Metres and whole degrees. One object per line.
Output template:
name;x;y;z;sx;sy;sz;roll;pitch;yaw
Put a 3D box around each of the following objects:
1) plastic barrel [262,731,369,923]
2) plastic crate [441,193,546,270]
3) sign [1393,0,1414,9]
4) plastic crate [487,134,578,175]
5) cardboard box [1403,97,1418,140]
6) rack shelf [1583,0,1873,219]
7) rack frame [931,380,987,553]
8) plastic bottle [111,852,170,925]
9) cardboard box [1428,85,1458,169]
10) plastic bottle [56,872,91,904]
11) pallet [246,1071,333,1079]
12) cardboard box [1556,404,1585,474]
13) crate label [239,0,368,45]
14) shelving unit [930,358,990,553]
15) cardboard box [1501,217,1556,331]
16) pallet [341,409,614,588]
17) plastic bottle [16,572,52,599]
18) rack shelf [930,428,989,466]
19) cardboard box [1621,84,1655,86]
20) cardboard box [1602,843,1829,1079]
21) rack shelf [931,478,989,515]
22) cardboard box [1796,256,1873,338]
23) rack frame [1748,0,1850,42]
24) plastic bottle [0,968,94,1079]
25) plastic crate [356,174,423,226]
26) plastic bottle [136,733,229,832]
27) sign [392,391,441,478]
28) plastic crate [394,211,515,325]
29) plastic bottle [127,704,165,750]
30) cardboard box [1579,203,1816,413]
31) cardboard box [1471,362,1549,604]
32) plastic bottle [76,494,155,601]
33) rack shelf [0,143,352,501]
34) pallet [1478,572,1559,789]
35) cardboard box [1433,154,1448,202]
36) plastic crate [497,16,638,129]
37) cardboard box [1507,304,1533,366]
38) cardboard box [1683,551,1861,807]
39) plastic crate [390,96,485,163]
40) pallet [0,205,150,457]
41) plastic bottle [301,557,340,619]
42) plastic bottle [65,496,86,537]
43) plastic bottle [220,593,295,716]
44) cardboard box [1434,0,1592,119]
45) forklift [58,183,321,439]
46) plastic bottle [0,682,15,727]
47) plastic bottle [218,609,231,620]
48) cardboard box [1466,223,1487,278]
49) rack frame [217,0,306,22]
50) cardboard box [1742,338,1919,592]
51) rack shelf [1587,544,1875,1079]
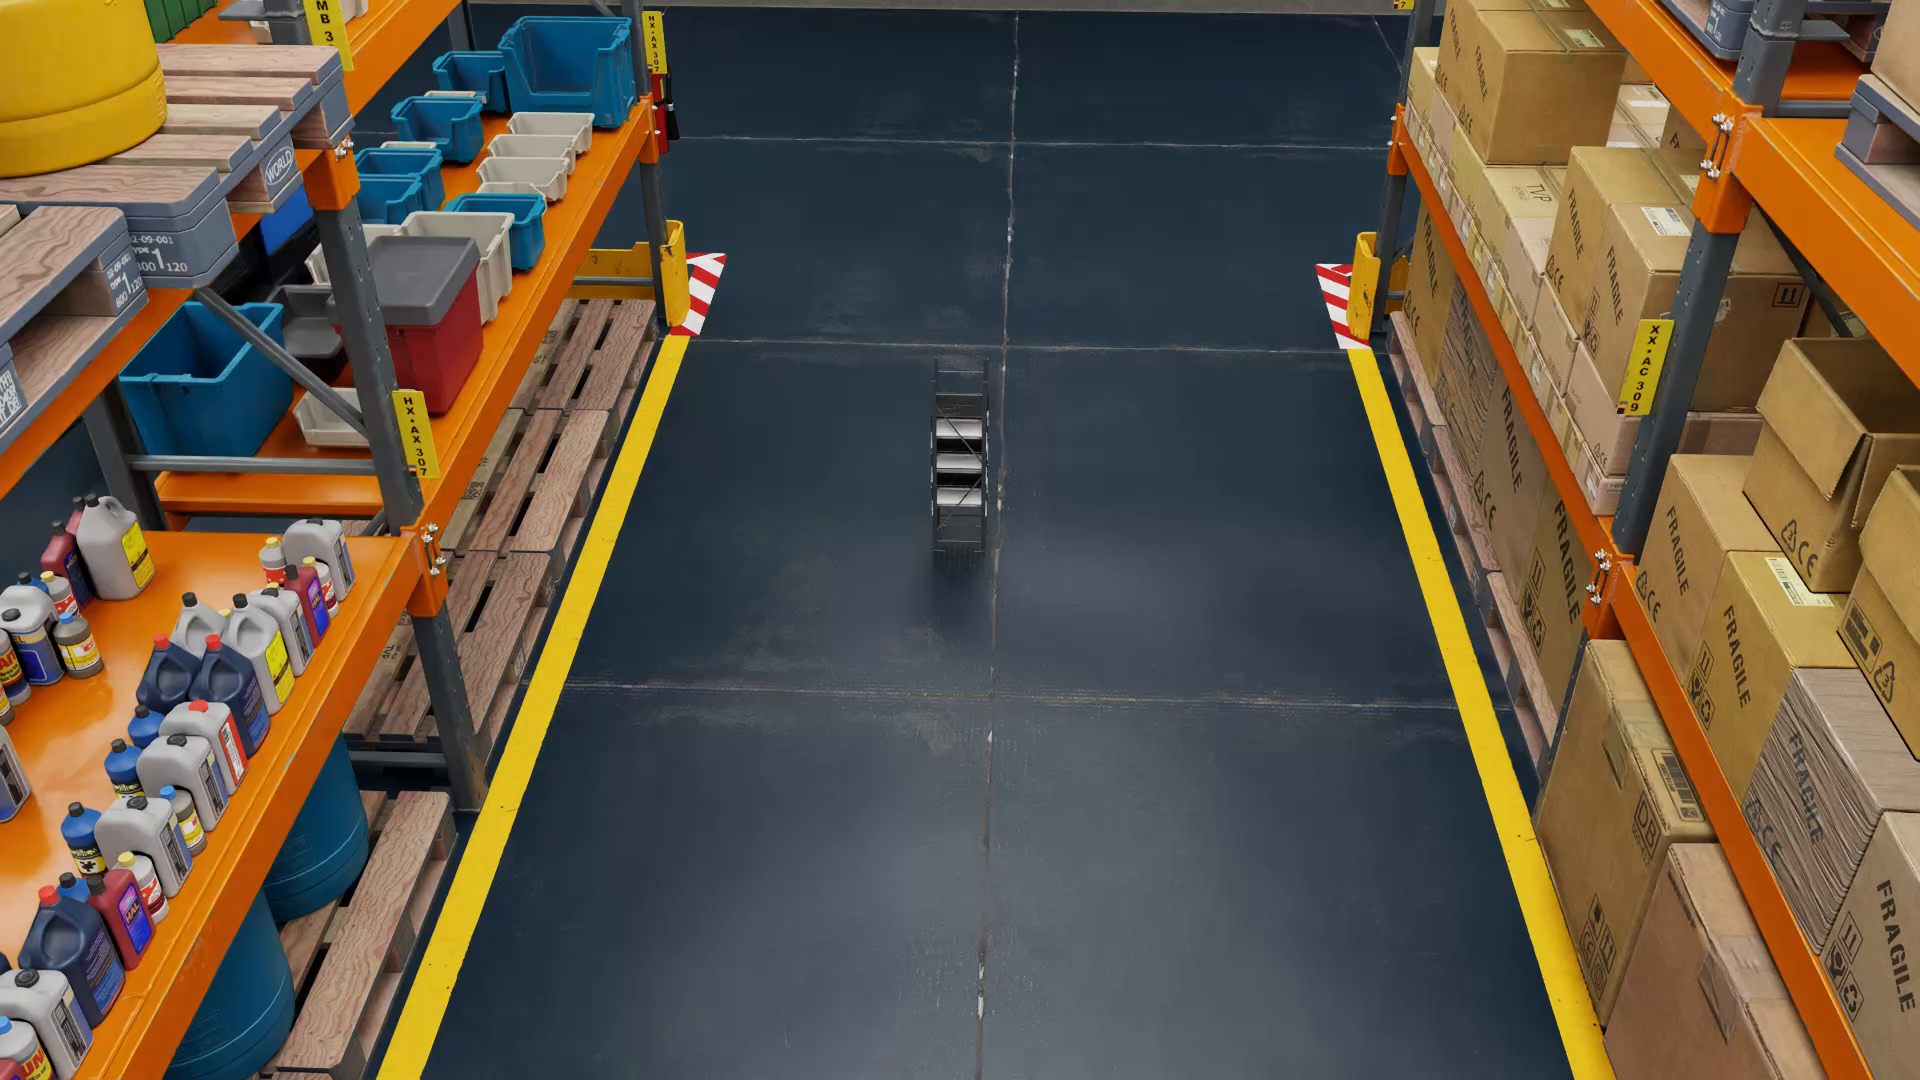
plastic barrel;-2.348;0.759;5.521;0.600;0.901;0.708;1;35;2
plastic crate;-1.974;-1.308;7.096;0.416;0.233;0.300;1;35;2
sign;2.247;-2.826;8.341;0.100;0.325;0.005;1;35;2
plastic crate;-2.026;-1.816;7.902;0.396;0.136;0.243;1;35;2
cardboard box;2.457;-2.124;8.383;0.380;0.149;0.250;2;35;2
rack shelf;2.721;-2.207;6.299;1.077;0.370;4.000;1;35;2
rack frame;-0.004;-0.314;7.415;0.240;0.900;0.006;1;35;2
plastic bottle;-2.028;0.853;4.101;0.097;0.201;0.097;0;35;0
cardboard box;2.498;-1.916;7.739;0.500;0.250;0.500;1;35;1
plastic bottle;-2.095;0.899;3.973;0.097;0.271;0.097;0;35;0
pallet;-2.428;2.046;4.655;1.003;0.211;1.213;1;35;2
cardboard box;2.335;-0.354;5.863;0.380;0.149;0.250;2;35;3
crate label;-2.000;-1.634;5.086;0.293;0.136;0.466;1;35;2
shelving unit;0.000;-0.373;7.498;0.258;0.900;0.210;1;35;2
cardboard box;2.434;-1.036;6.487;0.500;0.250;0.500;2;35;3
pallet;-2.272;-0.225;7.887;1.003;0.211;1.213;1;35;2
plastic bottle;-2.745;0.213;4.950;0.097;0.271;0.097;0;35;0
rack shelf;0.000;-0.419;7.465;0.258;0.077;0.200;1;35;2
cardboard box;3.047;-2.199;8.142;0.500;0.250;0.500;1;35;1
cardboard box;2.600;1.454;4.556;1.225;0.875;0.875;0;35;0
rack shelf;0.000;-0.198;7.621;0.258;0.077;0.200;1;35;2
cardboard box;2.915;-0.762;5.445;0.500;0.500;0.500;1;35;2
rack frame;2.640;-2.580;3.595;1.000;3.000;0.127;1;35;2
plastic bottle;-2.073;1.071;3.725;0.152;0.276;0.135;1;35;2
plastic crate;-2.552;-1.431;7.271;0.416;0.233;0.300;1;35;2
plastic bottle;-2.042;0.622;4.365;0.152;0.276;0.135;1;35;2
sign;-1.759;-0.339;5.383;0.100;0.325;0.005;1;35;2
plastic crate;-2.063;-1.089;6.742;0.437;0.282;0.530;1;35;2
plastic bottle;-2.162;0.554;4.465;0.097;0.271;0.097;0;35;0
cardboard box;2.392;-0.763;5.446;0.500;0.500;0.500;2;35;3
cardboard box;2.783;-0.322;7.083;0.875;0.875;0.875;1;35;2
plastic bottle;-2.648;-0.002;5.187;0.144;0.351;0.185;1;35;2
rack shelf;-2.389;-0.024;3.192;1.077;0.370;4.000;1;35;2
pallet;2.749;0.580;6.741;1.003;0.211;1.213;1;35;2
cardboard box;2.429;-1.680;7.750;0.380;0.149;0.250;1;35;1
plastic crate;-1.975;-2.380;8.445;0.616;0.435;0.499;1;35;2
cardboard box;2.366;-0.797;6.493;0.380;0.149;0.250;2;35;3
cardboard box;2.353;0.381;4.512;0.500;0.500;0.500;1;35;2
plastic crate;-2.513;-1.982;8.054;0.416;0.233;0.300;1;35;2
pallet;-2.285;-0.286;3.103;1.003;0.211;1.213;1;35;2
plastic bottle;-1.979;0.143;5.111;0.097;0.201;0.097;0;35;0
plastic bottle;-2.750;0.009;5.230;0.061;0.283;0.133;1;35;2
plastic bottle;-2.019;0.316;4.735;0.144;0.351;0.185;1;35;2
cardboard box;2.492;-2.234;7.540;0.500;0.500;0.500;1;35;1
forklift;-4.531;-2.355;8.551;1.130;2.935;3.031;5;35;7
plastic bottle;-2.759;0.431;4.701;0.097;0.201;0.097;0;35;0
plastic bottle;-2.142;0.293;4.897;0.097;0.201;0.097;0;35;0
cardboard box;2.397;-1.241;7.125;0.380;0.149;0.250;0;35;1
rack frame;-2.309;-2.694;3.758;1.000;3.000;0.127;1;35;2
cardboard box;2.623;-0.210;4.480;0.797;0.503;0.637;0;35;1
rack shelf;2.560;1.318;3.892;1.077;0.370;4.000;1;35;2
